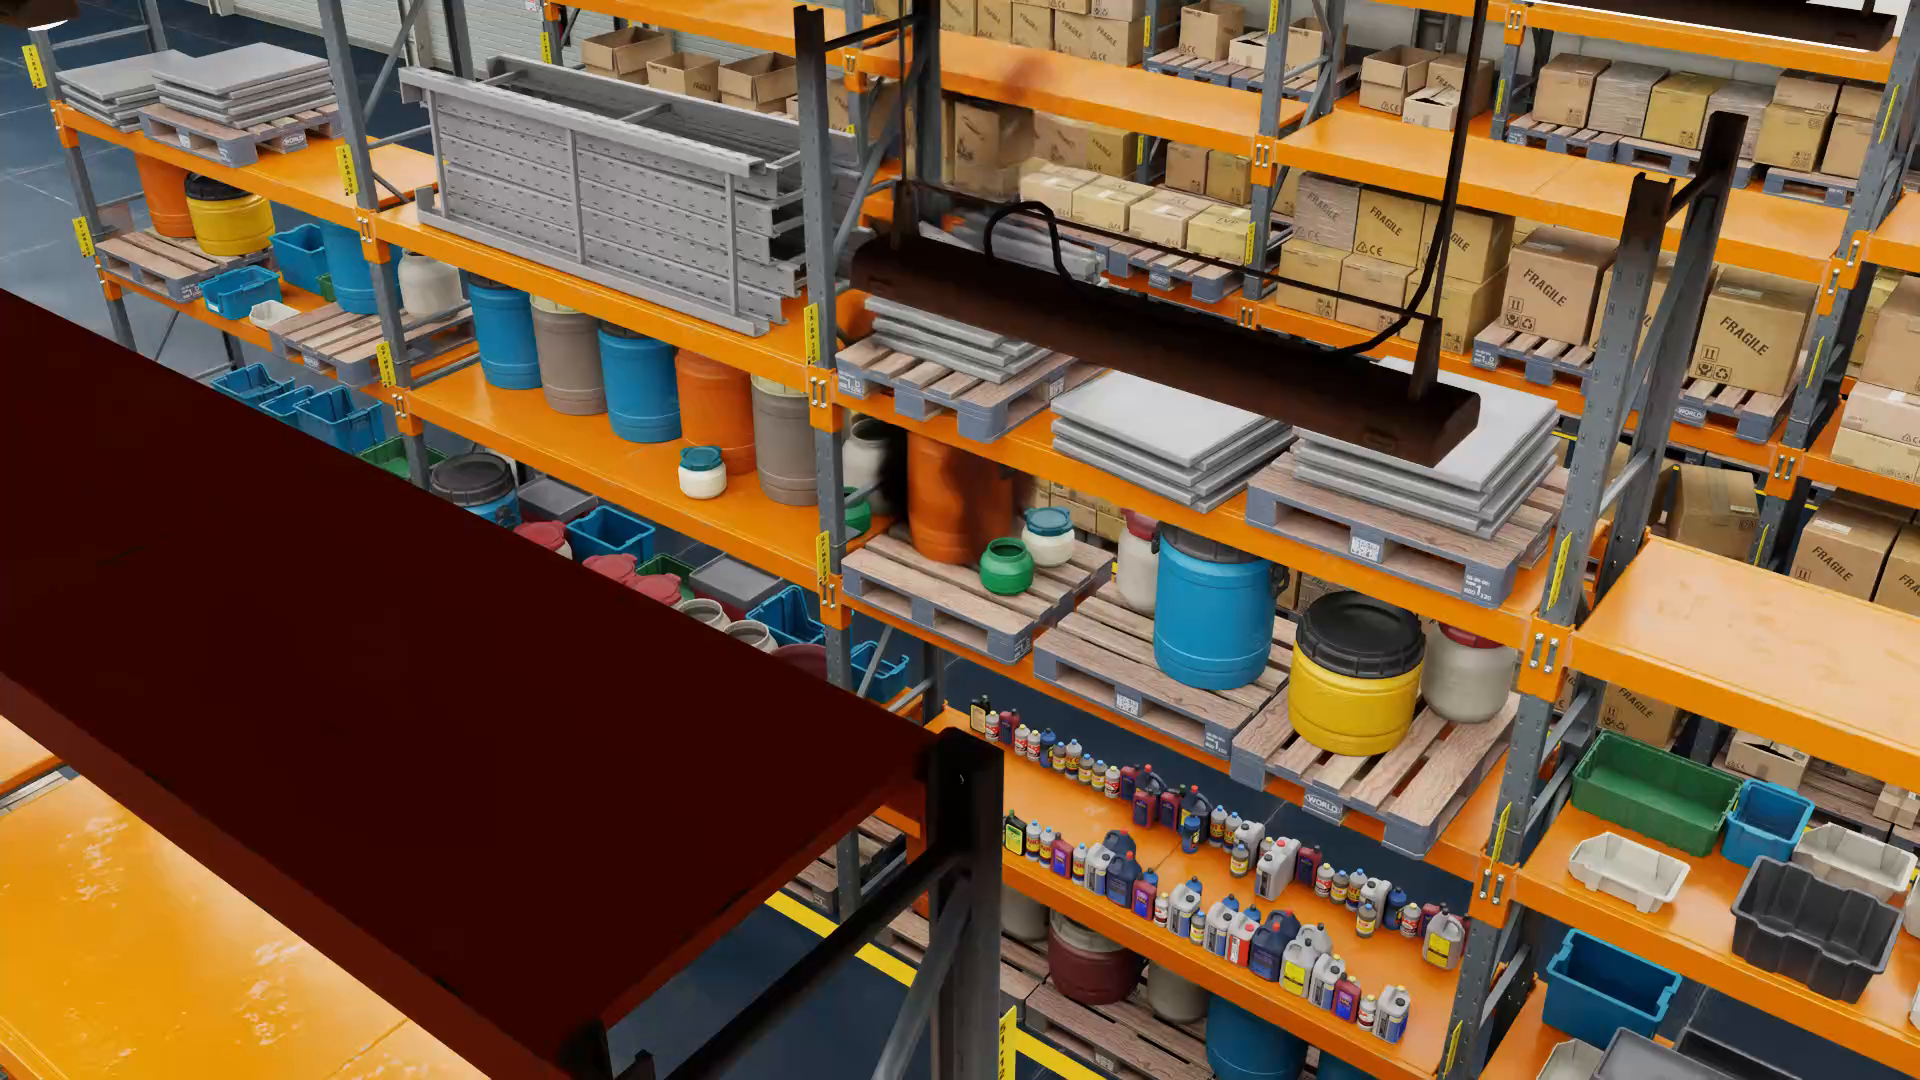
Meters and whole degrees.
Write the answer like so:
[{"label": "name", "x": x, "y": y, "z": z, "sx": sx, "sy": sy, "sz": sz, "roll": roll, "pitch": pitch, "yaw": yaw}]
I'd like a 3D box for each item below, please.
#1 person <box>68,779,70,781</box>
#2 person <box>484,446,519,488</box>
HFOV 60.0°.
[{"label": "person", "x": -5.681, "y": 2.007, "z": 10.438, "sx": 0.789, "sy": 1.676, "sz": 0.536, "roll": 16, "pitch": 35, "yaw": 25}, {"label": "person", "x": -4.079, "y": -0.849, "z": 14.980, "sx": 0.863, "sy": 1.841, "sz": 0.688, "roll": 22, "pitch": 38, "yaw": 32}]
